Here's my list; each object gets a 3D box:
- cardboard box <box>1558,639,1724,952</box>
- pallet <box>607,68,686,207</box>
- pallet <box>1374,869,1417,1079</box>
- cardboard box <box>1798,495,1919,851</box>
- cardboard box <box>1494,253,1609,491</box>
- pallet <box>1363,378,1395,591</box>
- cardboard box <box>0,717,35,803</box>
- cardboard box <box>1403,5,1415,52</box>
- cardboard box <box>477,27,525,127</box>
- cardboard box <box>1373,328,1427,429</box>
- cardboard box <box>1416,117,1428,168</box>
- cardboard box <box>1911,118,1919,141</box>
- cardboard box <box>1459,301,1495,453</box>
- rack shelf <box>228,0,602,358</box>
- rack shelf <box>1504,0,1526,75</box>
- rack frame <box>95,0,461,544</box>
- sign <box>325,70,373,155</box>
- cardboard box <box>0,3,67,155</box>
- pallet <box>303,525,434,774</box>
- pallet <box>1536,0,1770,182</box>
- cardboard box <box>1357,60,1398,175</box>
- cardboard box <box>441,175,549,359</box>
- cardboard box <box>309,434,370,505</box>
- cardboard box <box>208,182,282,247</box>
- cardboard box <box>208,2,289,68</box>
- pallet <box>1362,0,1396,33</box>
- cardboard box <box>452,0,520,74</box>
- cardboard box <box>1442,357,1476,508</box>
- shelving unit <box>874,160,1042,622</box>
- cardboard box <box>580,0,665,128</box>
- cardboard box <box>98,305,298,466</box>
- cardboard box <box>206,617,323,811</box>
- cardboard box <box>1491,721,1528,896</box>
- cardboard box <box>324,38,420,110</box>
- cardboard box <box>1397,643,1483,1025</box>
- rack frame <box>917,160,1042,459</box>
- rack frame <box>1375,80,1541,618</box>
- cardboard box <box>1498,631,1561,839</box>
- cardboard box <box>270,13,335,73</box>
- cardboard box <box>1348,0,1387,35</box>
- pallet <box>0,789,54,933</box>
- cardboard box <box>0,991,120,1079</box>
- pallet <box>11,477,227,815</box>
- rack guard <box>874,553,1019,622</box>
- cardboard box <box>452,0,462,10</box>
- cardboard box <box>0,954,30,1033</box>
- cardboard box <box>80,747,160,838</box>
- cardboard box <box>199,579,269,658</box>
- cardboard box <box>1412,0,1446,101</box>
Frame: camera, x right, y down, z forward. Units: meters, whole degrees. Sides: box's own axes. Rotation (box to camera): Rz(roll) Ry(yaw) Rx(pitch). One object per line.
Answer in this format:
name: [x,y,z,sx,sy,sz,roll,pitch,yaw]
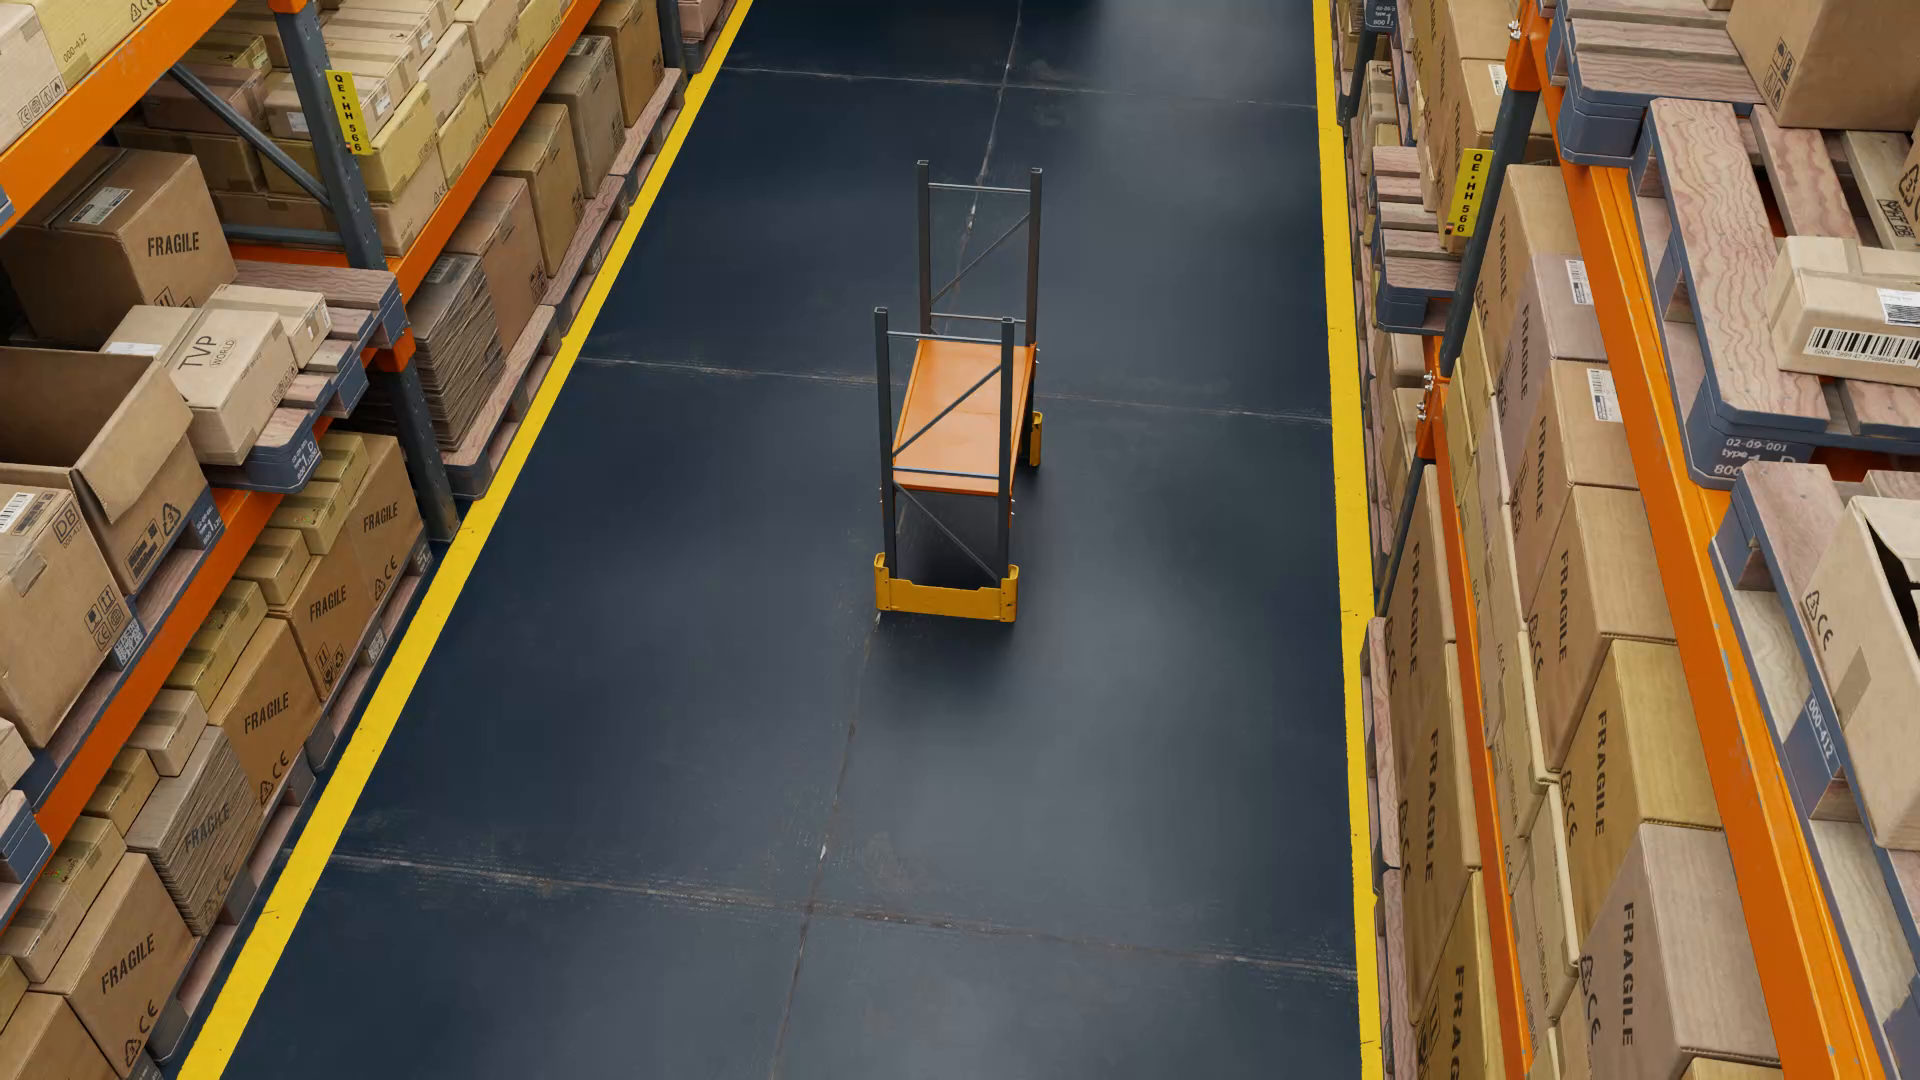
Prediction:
cardboard box: [1.651,0.593,3.642,0.500,0.500,0.500,6,44,7]
pallet: [-2.229,-2.366,9.595,1.003,0.211,1.213,5,44,6]
pallet: [1.879,1.662,5.341,1.003,0.211,1.213,5,44,6]
cardboard box: [1.601,0.187,2.448,0.500,0.311,0.500,5,44,6]
cardboard box: [1.858,-0.456,4.750,0.500,0.500,0.500,5,44,6]
pallet: [2.327,-0.230,7.339,1.003,0.211,1.213,5,44,6]
cardboard box: [-2.663,0.552,4.278,0.396,0.266,0.258,7,44,8]
cardboard box: [2.165,-2.263,7.336,0.380,0.149,0.250,7,44,7]
cardboard box: [-2.265,-2.078,7.372,0.500,0.250,0.500,4,44,4]
cardboard box: [2.396,-0.796,7.515,0.950,0.372,0.625,4,44,5]
cardboard box: [2.026,-1.552,6.584,0.380,0.149,0.250,3,44,4]
cardboard box: [2.387,-0.932,3.663,0.396,0.266,0.258,4,44,4]
cardboard box: [1.910,-0.514,5.357,0.500,0.250,0.500,5,44,5]
rack shelf: [-2.434,-2.260,7.979,1.077,0.370,4.000,5,44,6]
rack shelf: [2.486,-2.901,6.473,1.077,0.370,4.000,5,44,6]
rack frame: [-2.699,-1.158,6.292,1.000,3.000,0.127,5,44,6]
sign: [-2.160,-1.507,5.876,0.100,0.325,0.005,5,44,6]
cardboard box: [-2.658,-1.138,4.197,0.500,0.250,0.500,5,44,6]
pallet: [-2.835,0.360,6.717,1.003,0.211,1.213,5,44,6]
pallet: [2.189,-1.287,4.383,1.213,0.211,1.003,7,44,7]
cardboard box: [2.684,-2.276,9.078,0.950,0.372,0.625,6,44,6]
cardboard box: [-2.524,-1.318,7.882,0.875,0.625,0.625,7,44,7]
cardboard box: [-2.513,-0.279,6.404,0.380,0.149,0.250,3,44,3]
cardboard box: [-2.893,-1.433,6.691,0.500,0.250,0.500,4,44,5]
cardboard box: [-2.838,-2.030,6.667,0.380,0.149,0.250,5,44,5]
pallet: [2.506,-2.858,8.227,1.003,0.211,1.213,5,44,6]
cardboard box: [-2.243,-2.262,7.203,0.500,0.250,0.500,4,44,4]
cardboard box: [1.908,-0.345,5.541,0.500,0.250,0.500,5,44,5]
shelving unit: [0.010,-0.597,6.789,0.587,1.500,1.083,5,44,6]
cardboard box: [-2.228,-2.818,9.466,0.875,0.625,0.625,7,44,7]
cardboard box: [-2.517,-0.508,5.408,0.500,0.250,0.500,3,44,4]
cardboard box: [-2.685,0.602,5.946,0.500,0.500,0.500,7,44,7]
cardboard box: [1.721,0.701,4.437,0.500,0.250,0.500,5,44,6]
cardboard box: [-2.331,-1.803,6.428,0.380,0.149,0.250,6,44,6]
cardboard box: [1.926,0.980,5.273,0.875,0.875,0.875,6,44,6]
rack frame: [0.078,-0.949,7.162,0.500,1.500,0.032,5,44,6]
rack frame: [2.222,-0.710,5.818,1.000,3.000,0.127,5,44,6]
cardboard box: [1.682,0.521,4.263,0.500,0.250,0.500,6,44,6]
cardboard box: [-2.849,-1.965,6.890,0.500,0.250,0.500,6,44,6]
cardboard box: [2.563,-3.290,9.692,0.500,0.500,0.500,5,44,5]
pallet: [-3.014,1.103,4.043,1.003,0.211,1.213,5,44,6]
cardboard box: [-2.880,1.650,4.838,0.500,0.500,0.500,5,44,5]
pallet: [-2.951,0.237,4.957,1.003,0.211,1.213,5,44,6]
rack guard: [-0.056,0.197,6.860,0.587,0.250,0.087,5,44,6]
cardboard box: [-2.296,-2.333,6.988,0.380,0.149,0.250,6,44,6]
cardboard box: [-2.911,1.307,4.728,0.380,0.149,0.250,5,44,5]
cardboard box: [-2.799,0.785,5.280,0.380,0.149,0.250,5,44,6]
cardboard box: [-2.677,0.261,5.834,0.380,0.149,0.250,6,44,7]
cardboard box: [2.130,-2.039,6.627,0.500,0.500,0.500,3,43,3]
